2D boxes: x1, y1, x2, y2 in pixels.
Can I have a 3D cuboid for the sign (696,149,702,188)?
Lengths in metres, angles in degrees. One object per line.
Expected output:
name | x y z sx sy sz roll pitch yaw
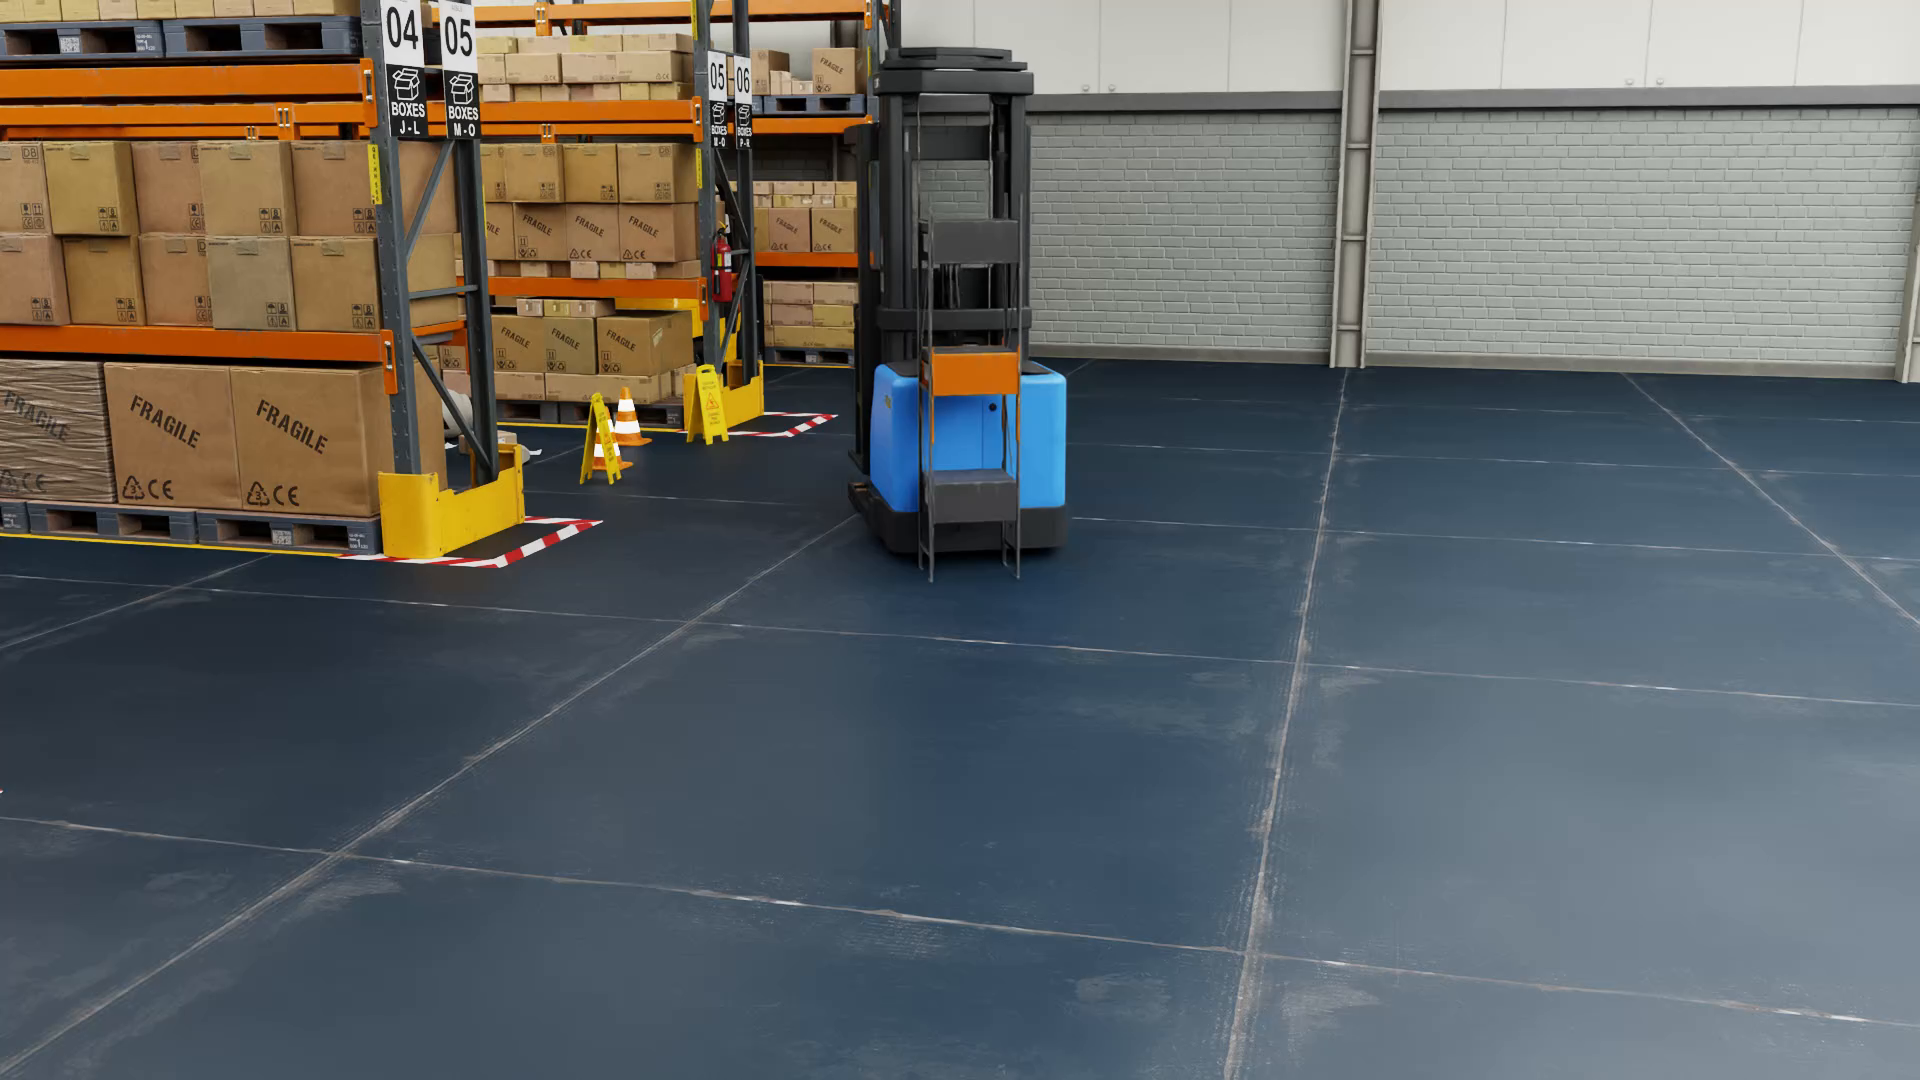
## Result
sign | -2.199 -3.131 14.016 0.005 0.325 0.100 3 13 14

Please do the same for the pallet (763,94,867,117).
pallet | -1.541 -5.034 19.277 1.213 0.211 1.003 3 13 14

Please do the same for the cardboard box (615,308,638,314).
cardboard box | -3.295 -1.883 15.442 0.500 0.500 0.500 3 13 11

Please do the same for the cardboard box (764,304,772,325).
cardboard box | -2.399 -2.688 19.647 0.500 0.250 0.500 3 13 12

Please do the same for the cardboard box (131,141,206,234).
cardboard box | -4.552 -2.175 10.273 0.550 0.550 0.875 3 13 14

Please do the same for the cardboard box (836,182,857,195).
cardboard box | -1.259 -4.056 19.173 0.250 0.149 0.380 3 13 14

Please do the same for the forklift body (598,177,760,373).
forklift body | -3.139 -2.871 18.209 1.214 2.155 2.313 3 13 14

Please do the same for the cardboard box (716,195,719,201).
cardboard box | -2.737 -3.989 19.558 0.250 0.149 0.380 3 13 13

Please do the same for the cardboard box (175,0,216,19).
cardboard box | -4.278 -3.062 9.563 0.250 0.149 0.380 3 13 14

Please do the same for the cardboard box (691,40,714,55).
cardboard box | -2.343 -4.319 14.590 0.250 0.149 0.380 3 13 13

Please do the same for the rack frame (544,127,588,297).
rack frame | -4.744 -3.778 20.338 0.127 3.000 1.000 3 13 14

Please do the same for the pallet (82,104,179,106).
pallet | -7.511 -4.215 15.813 1.003 0.211 1.213 3 13 14

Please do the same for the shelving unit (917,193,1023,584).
shelving unit | 0.048 -0.837 9.157 0.503 2.100 0.431 -2 13 -10

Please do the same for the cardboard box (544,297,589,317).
cardboard box | -3.502 -2.078 14.822 0.250 0.149 0.380 3 13 14

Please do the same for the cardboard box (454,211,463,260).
cardboard box | -4.592 -2.797 14.997 0.500 0.500 0.500 3 13 13

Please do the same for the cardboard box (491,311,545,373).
cardboard box | -3.882 -1.796 15.052 0.500 0.500 0.500 3 13 12

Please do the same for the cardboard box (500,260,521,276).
cardboard box | -3.940 -2.462 14.985 0.250 0.149 0.380 3 13 14

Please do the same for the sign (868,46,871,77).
sign | -1.004 -5.315 18.479 0.005 0.325 0.100 3 13 14

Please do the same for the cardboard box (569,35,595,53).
cardboard box | -3.173 -4.268 14.360 0.250 0.149 0.380 3 13 14

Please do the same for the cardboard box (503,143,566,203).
cardboard box | -3.604 -3.222 14.606 0.500 0.500 0.700 3 13 13

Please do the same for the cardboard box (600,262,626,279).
cardboard box | -2.977 -2.386 14.643 0.250 0.149 0.380 3 13 13

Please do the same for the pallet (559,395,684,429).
pallet | -2.900 -1.219 15.240 1.213 0.211 1.003 3 13 14

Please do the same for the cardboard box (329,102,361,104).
cardboard box | -5.446 -3.982 14.913 0.250 0.149 0.380 3 13 14

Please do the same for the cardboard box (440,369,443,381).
cardboard box | -4.901 -1.484 15.377 0.500 0.250 0.500 4 13 17

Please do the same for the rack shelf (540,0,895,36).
rack shelf | -2.802 -6.057 19.342 4.000 0.370 1.077 3 13 14

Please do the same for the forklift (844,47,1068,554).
forklift | -0.146 -1.623 10.781 1.130 2.935 3.031 -2 13 -10

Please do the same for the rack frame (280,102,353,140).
rack frame | -5.930 -2.734 15.633 0.127 3.000 1.000 3 13 14

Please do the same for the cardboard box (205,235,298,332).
cardboard box | -4.045 -1.587 10.117 0.550 0.550 0.875 3 13 14

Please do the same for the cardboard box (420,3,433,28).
cardboard box | -3.390 -3.161 10.012 0.250 0.149 0.380 3 13 14

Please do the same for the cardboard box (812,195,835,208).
cardboard box | -1.520 -3.902 19.169 0.250 0.149 0.380 3 13 14

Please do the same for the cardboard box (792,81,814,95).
cardboard box | -1.738 -5.145 18.955 0.250 0.149 0.380 3 13 12

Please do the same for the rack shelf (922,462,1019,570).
rack shelf | 0.048 -0.140 9.312 0.480 0.518 0.431 -2 13 -10

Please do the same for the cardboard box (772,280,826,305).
cardboard box | -1.880 -2.905 19.473 0.500 0.250 0.500 3 13 15

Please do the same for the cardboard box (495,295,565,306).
cardboard box | -5.253 -2.849 20.661 0.625 0.625 0.875 4 13 16

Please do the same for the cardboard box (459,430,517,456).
cardboard box | -3.802 -0.778 13.398 0.250 0.149 0.380 12 17 43

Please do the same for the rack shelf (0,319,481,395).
rack shelf | -5.076 -1.233 10.527 4.000 0.370 1.077 3 13 14

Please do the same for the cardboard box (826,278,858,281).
cardboard box | -1.282 -2.986 19.839 0.500 0.250 0.500 3 13 13

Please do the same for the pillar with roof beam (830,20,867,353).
pillar with roof beam | -2.352 -5.820 15.690 0.400 9.000 9.100 3 13 14

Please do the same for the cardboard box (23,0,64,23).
cardboard box | -5.269 -3.114 9.800 0.250 0.149 0.380 3 13 14

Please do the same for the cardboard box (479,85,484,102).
cardboard box | -4.187 -3.928 14.668 0.250 0.149 0.380 3 13 14

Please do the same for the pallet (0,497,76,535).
pallet | -6.298 -0.271 10.967 1.213 0.211 1.003 3 13 14

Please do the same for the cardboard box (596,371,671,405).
cardboard box | -2.919 -1.376 14.889 0.500 0.250 0.500 3 13 13

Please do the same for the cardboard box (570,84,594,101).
cardboard box | -3.189 -3.882 14.462 0.250 0.149 0.380 3 13 14

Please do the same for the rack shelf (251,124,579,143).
rack shelf | -6.686 -4.995 20.559 4.000 0.370 1.077 3 13 14

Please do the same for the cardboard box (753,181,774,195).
cardboard box | -2.270 -4.089 19.322 0.250 0.149 0.380 3 13 15

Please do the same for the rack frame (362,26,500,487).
rack frame | -3.134 -1.481 9.982 0.127 3.000 1.000 3 13 14

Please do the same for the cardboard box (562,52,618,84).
cardboard box | -3.093 -4.062 14.352 0.500 0.250 0.500 3 13 13

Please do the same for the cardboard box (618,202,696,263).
cardboard box | -2.639 -2.691 14.520 0.500 0.500 0.500 3 13 13

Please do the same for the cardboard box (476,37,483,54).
cardboard box | -4.173 -4.317 14.580 0.250 0.149 0.380 3 13 15

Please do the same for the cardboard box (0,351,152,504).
cardboard box | -5.548 -0.763 10.681 0.875 0.875 0.875 3 13 14

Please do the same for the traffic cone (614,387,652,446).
traffic cone | -2.773 -1.039 13.850 0.334 0.463 0.336 3 13 14
